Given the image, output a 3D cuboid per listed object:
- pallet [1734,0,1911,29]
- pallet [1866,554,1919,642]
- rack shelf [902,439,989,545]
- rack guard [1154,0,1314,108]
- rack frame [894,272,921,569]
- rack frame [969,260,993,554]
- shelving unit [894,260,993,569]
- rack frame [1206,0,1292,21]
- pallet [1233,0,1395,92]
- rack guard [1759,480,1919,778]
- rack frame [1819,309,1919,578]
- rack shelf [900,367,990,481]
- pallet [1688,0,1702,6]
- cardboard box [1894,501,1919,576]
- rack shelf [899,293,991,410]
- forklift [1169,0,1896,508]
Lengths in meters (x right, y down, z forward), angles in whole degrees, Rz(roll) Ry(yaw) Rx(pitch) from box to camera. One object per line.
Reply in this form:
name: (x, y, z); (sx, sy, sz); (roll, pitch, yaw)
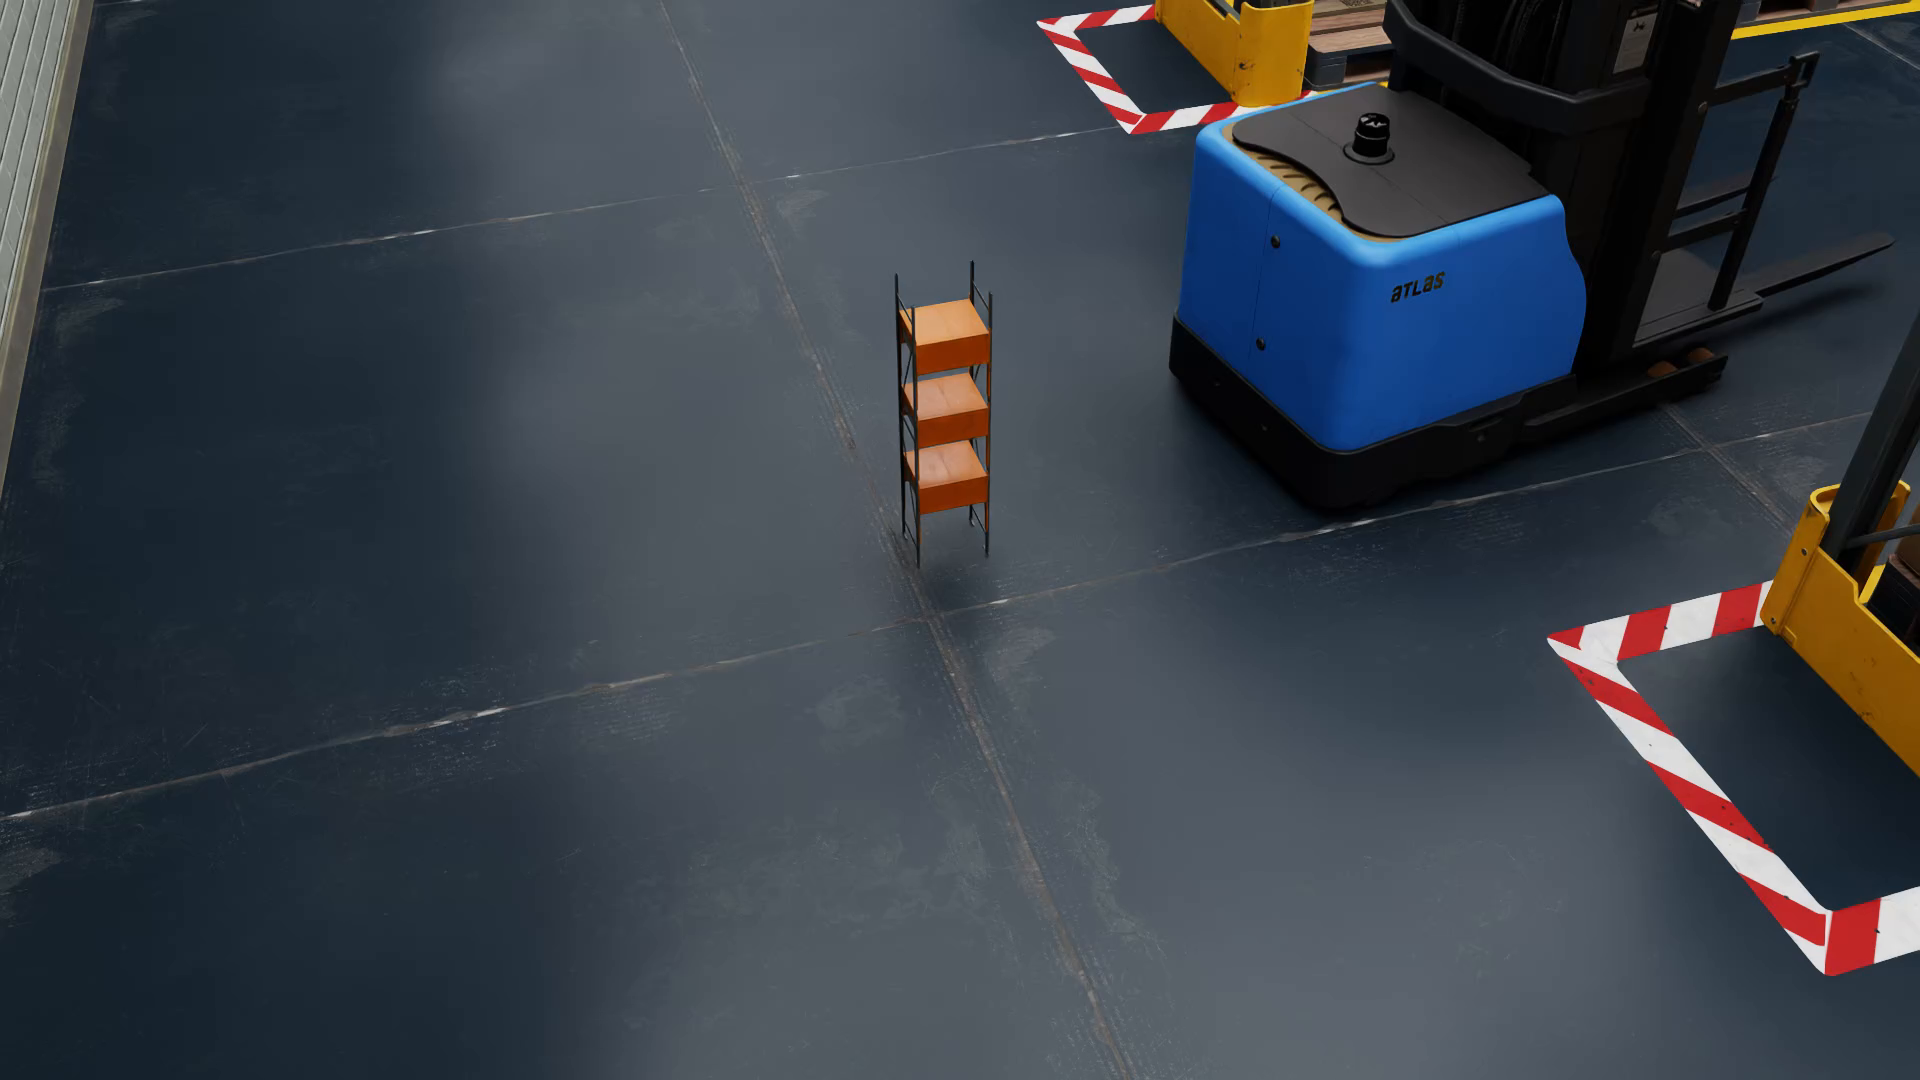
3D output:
pallet: (4.517, -3.231, 9.287); (1.213, 0.211, 1.003); (-12, 42, -13)
pallet: (3.708, 0.327, 5.216); (1.213, 0.211, 1.003); (-12, 42, -13)
rack shelf: (-0.051, -0.168, 5.582); (0.240, 0.259, 0.215); (-12, 42, -13)
rack guard: (1.372, -2.706, 8.467); (0.348, 0.500, 1.175); (-12, 42, -13)
rack frame: (-0.167, -0.361, 5.365); (0.008, 1.050, 0.200); (-12, 42, -13)
rack frame: (0.065, -0.409, 5.420); (0.008, 1.050, 0.200); (-12, 42, -13)
shelving unit: (-0.051, -0.385, 5.392); (0.252, 1.050, 0.215); (-12, 42, -13)
rack frame: (1.391, -3.660, 7.659); (0.127, 3.000, 1.000); (-12, 42, -13)
pallet: (2.190, -2.748, 8.735); (1.213, 0.211, 1.003); (-12, 42, -13)
rack guard: (2.948, 0.376, 4.940); (0.348, 0.500, 1.175); (-12, 42, -13)
rack frame: (2.876, -0.551, 4.100); (0.127, 3.000, 1.000); (-12, 42, -13)
rack shelf: (-0.051, -0.377, 5.399); (0.240, 0.259, 0.215); (-12, 42, -13)
pallet: (3.351, -2.987, 9.008); (1.213, 0.211, 1.003); (-12, 42, -13)
cardboard box: (3.320, -0.037, 5.078); (0.500, 0.500, 0.500); (-12, 42, -13)
rack shelf: (-0.051, -0.591, 5.213); (0.240, 0.259, 0.215); (-12, 42, -13)
forklift: (2.352, -1.904, 5.701); (3.031, 2.935, 1.130); (-19, 45, -21)
